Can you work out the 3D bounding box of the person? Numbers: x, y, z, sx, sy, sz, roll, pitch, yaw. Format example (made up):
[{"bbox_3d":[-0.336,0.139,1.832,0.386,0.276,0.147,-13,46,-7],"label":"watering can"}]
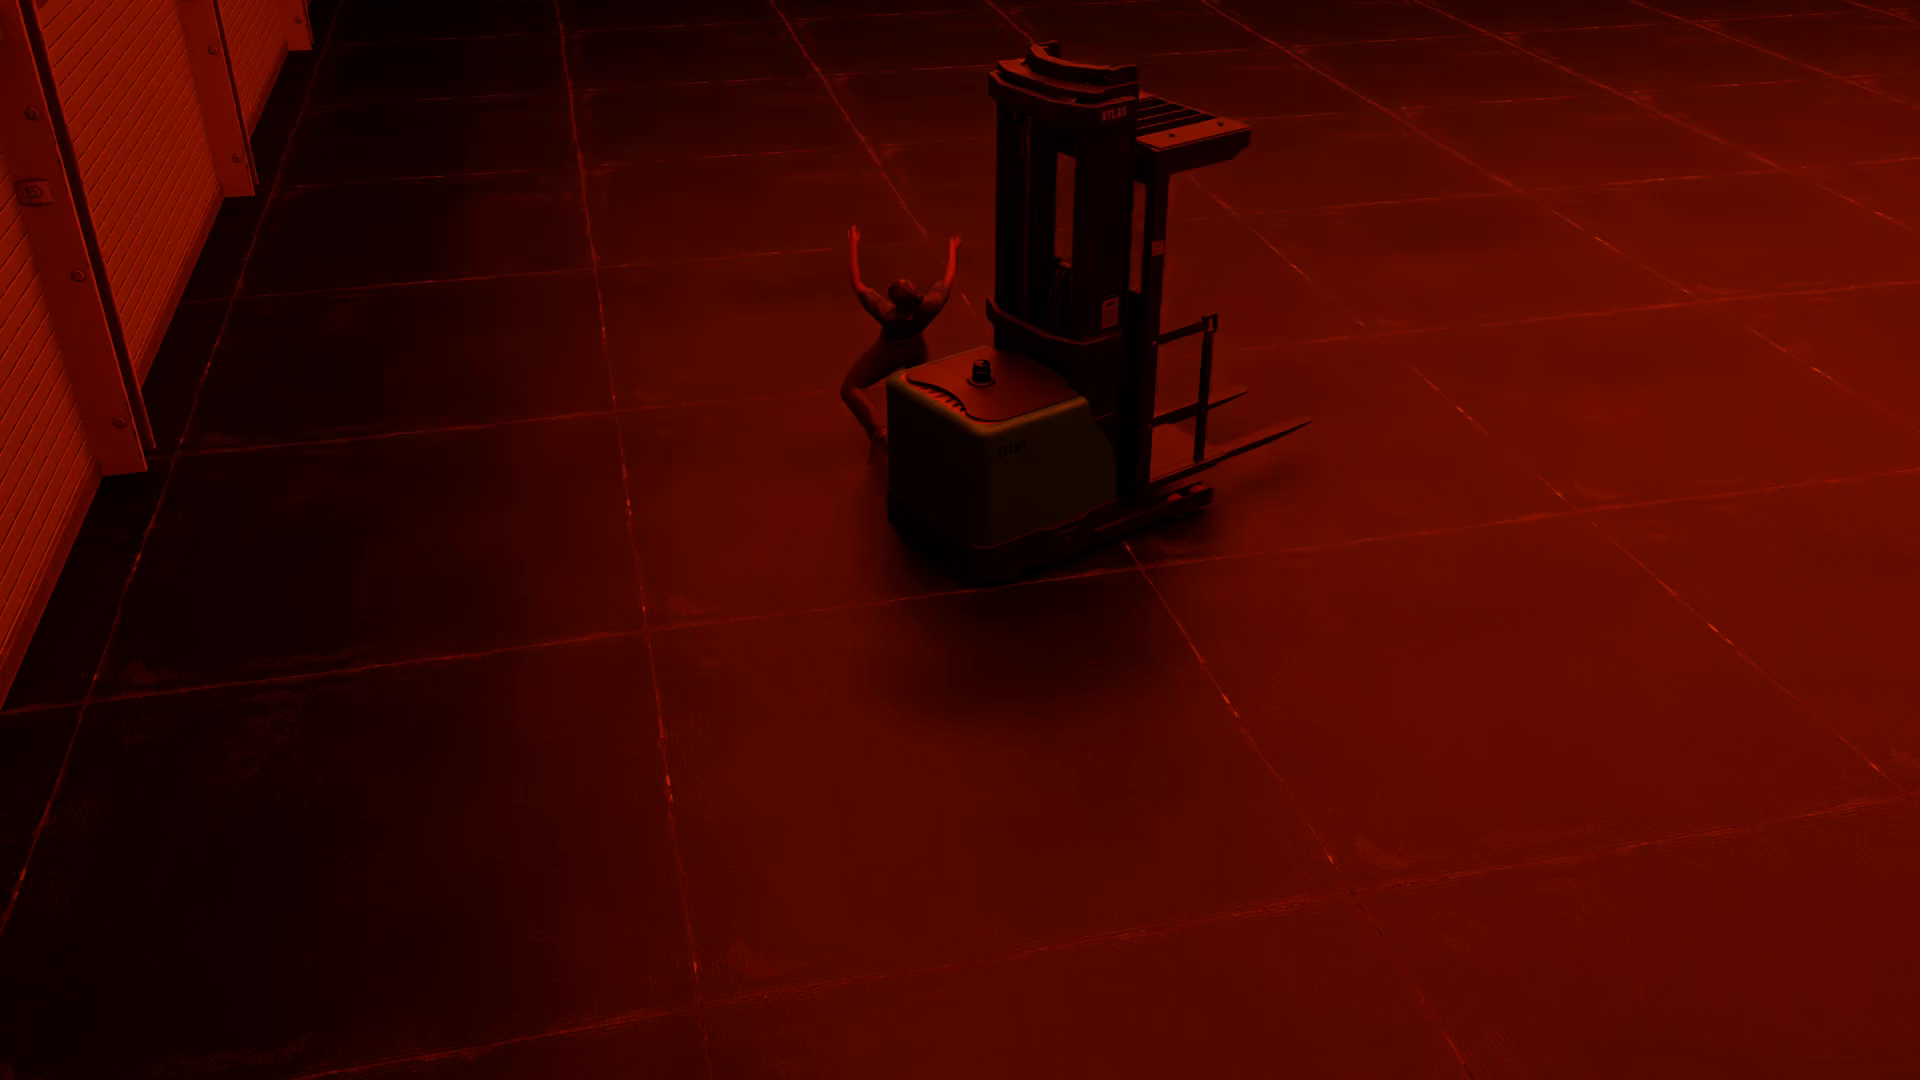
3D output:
[{"bbox_3d":[-0.289,-1.358,11.234,0.942,1.587,0.641,-16,34,-25],"label":"person"}]

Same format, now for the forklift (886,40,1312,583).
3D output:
[{"bbox_3d":[1.023,-1.592,10.325,3.031,2.935,1.130,-20,36,-31],"label":"forklift"}]
